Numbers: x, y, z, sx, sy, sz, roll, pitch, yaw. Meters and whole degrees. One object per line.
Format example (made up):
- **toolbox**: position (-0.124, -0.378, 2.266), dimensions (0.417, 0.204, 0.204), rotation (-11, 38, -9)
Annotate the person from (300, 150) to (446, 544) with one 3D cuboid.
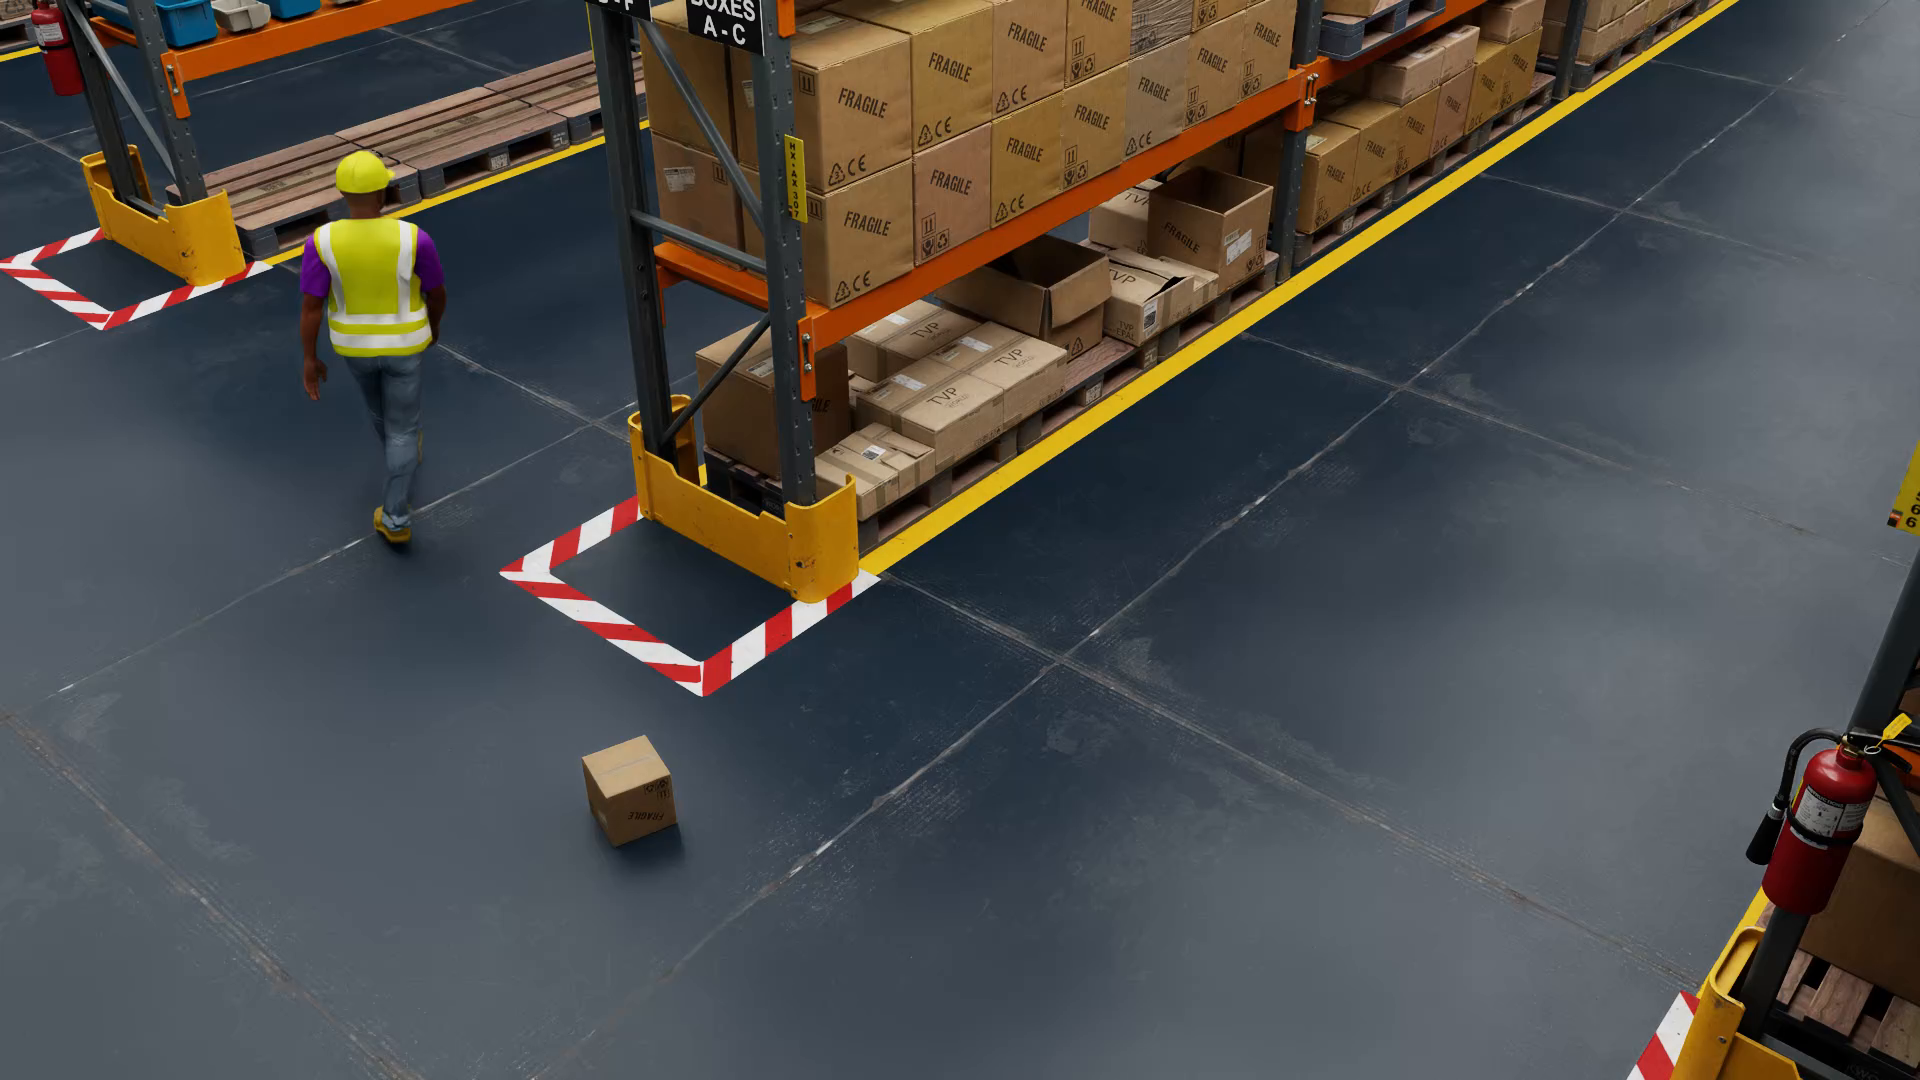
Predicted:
- **person**: position (-2.576, -0.934, 7.459), dimensions (0.631, 1.711, 0.986), rotation (-4, 35, -5)
